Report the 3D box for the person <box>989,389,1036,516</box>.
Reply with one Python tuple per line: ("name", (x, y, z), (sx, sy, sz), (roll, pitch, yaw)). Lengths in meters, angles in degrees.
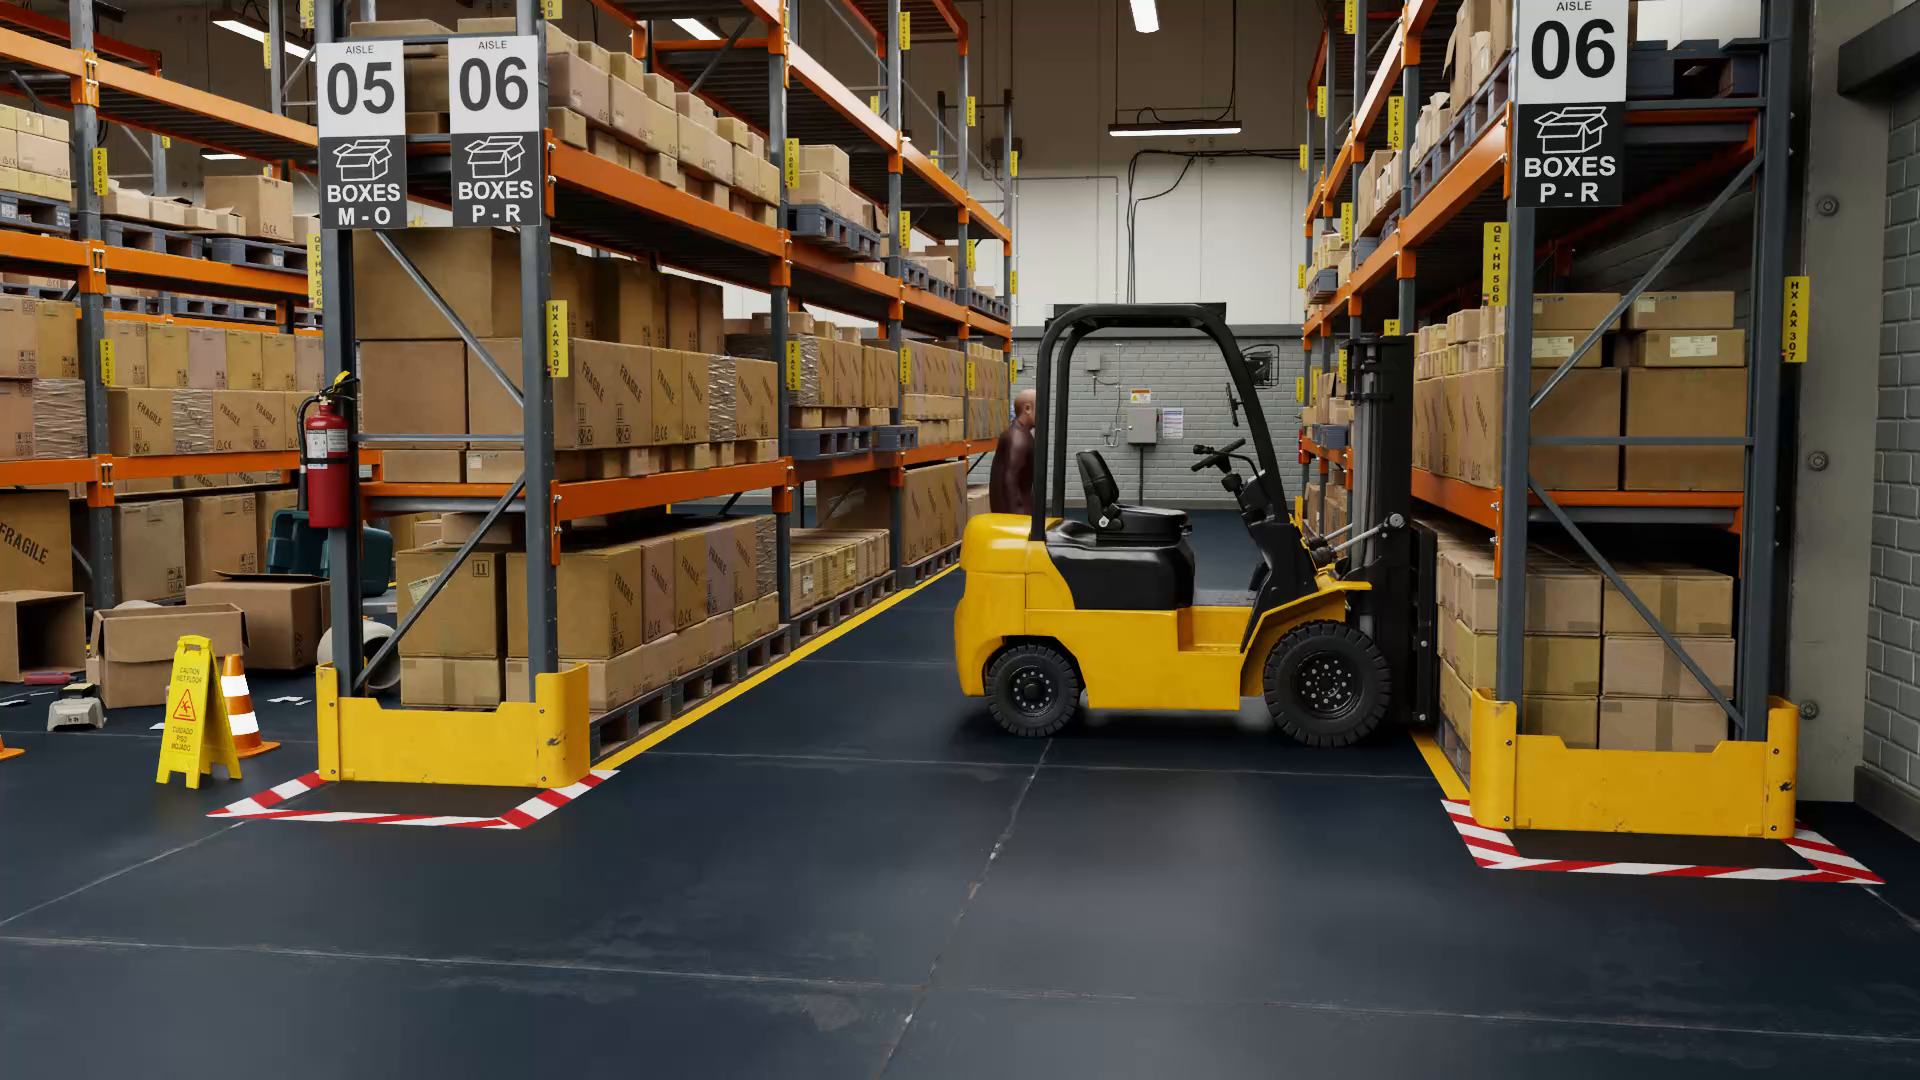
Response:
("person", (0.402, -0.095, 10.846), (0.429, 1.772, 0.643), (0, 4, 6))
